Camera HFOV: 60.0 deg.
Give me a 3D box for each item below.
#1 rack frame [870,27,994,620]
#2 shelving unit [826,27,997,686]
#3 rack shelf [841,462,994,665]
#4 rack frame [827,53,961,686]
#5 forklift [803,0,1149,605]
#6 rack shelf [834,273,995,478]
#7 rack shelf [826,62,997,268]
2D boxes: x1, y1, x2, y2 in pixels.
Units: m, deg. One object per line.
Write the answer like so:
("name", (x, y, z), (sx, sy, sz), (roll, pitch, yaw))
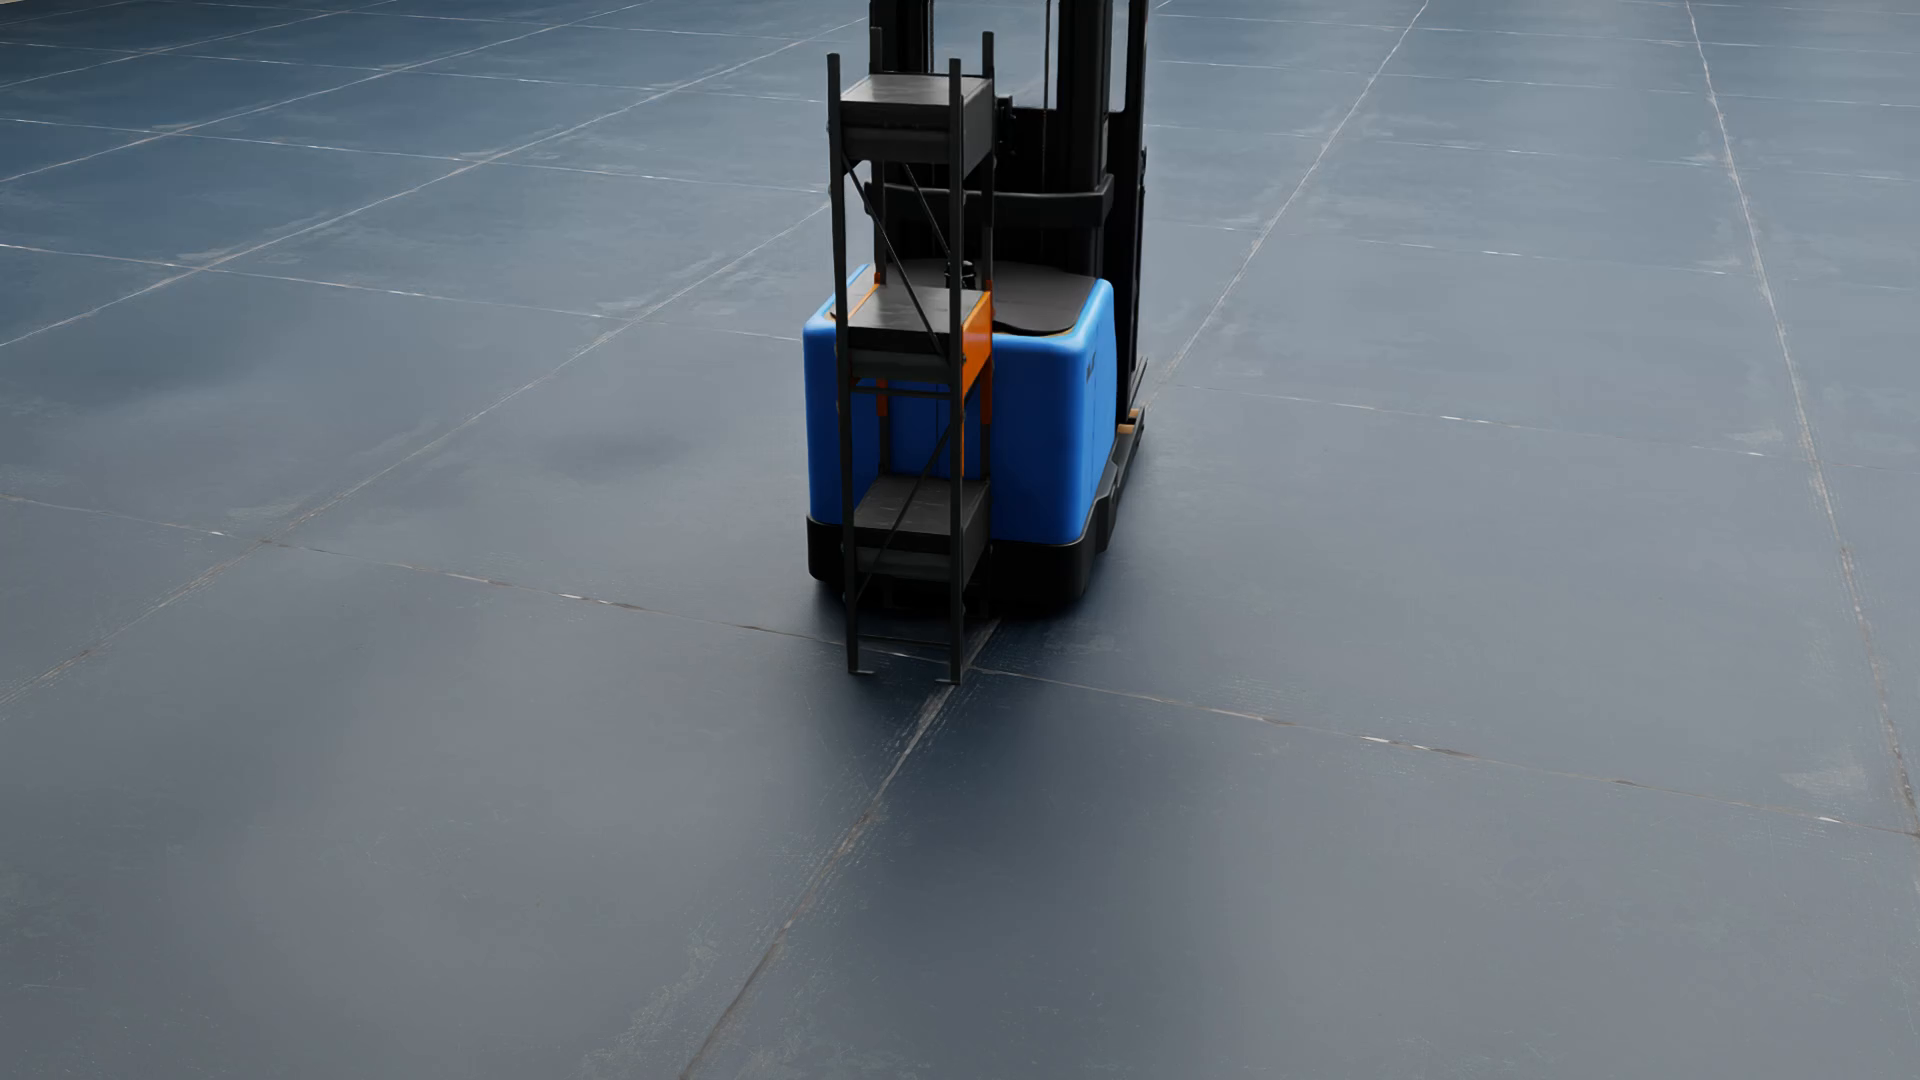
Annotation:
("rack frame", (-0.089, -0.672, 5.729), (0.400, 2.100, 0.015), (5, 26, 11))
("shelving unit", (-0.141, -0.568, 5.514), (0.431, 2.100, 0.503), (5, 26, 11))
("rack shelf", (-0.141, 0.074, 5.825), (0.431, 0.518, 0.480), (5, 26, 11))
("rack frame", (-0.193, -0.464, 5.300), (0.400, 2.100, 0.015), (5, 26, 11))
("forklift", (0.237, -1.700, 6.899), (1.130, 2.935, 3.031), (5, 26, 11))
("rack shelf", (-0.141, -0.556, 5.520), (0.431, 0.518, 0.480), (5, 26, 11))
("rack shelf", (-0.141, -1.186, 5.215), (0.431, 0.518, 0.480), (5, 26, 11))
